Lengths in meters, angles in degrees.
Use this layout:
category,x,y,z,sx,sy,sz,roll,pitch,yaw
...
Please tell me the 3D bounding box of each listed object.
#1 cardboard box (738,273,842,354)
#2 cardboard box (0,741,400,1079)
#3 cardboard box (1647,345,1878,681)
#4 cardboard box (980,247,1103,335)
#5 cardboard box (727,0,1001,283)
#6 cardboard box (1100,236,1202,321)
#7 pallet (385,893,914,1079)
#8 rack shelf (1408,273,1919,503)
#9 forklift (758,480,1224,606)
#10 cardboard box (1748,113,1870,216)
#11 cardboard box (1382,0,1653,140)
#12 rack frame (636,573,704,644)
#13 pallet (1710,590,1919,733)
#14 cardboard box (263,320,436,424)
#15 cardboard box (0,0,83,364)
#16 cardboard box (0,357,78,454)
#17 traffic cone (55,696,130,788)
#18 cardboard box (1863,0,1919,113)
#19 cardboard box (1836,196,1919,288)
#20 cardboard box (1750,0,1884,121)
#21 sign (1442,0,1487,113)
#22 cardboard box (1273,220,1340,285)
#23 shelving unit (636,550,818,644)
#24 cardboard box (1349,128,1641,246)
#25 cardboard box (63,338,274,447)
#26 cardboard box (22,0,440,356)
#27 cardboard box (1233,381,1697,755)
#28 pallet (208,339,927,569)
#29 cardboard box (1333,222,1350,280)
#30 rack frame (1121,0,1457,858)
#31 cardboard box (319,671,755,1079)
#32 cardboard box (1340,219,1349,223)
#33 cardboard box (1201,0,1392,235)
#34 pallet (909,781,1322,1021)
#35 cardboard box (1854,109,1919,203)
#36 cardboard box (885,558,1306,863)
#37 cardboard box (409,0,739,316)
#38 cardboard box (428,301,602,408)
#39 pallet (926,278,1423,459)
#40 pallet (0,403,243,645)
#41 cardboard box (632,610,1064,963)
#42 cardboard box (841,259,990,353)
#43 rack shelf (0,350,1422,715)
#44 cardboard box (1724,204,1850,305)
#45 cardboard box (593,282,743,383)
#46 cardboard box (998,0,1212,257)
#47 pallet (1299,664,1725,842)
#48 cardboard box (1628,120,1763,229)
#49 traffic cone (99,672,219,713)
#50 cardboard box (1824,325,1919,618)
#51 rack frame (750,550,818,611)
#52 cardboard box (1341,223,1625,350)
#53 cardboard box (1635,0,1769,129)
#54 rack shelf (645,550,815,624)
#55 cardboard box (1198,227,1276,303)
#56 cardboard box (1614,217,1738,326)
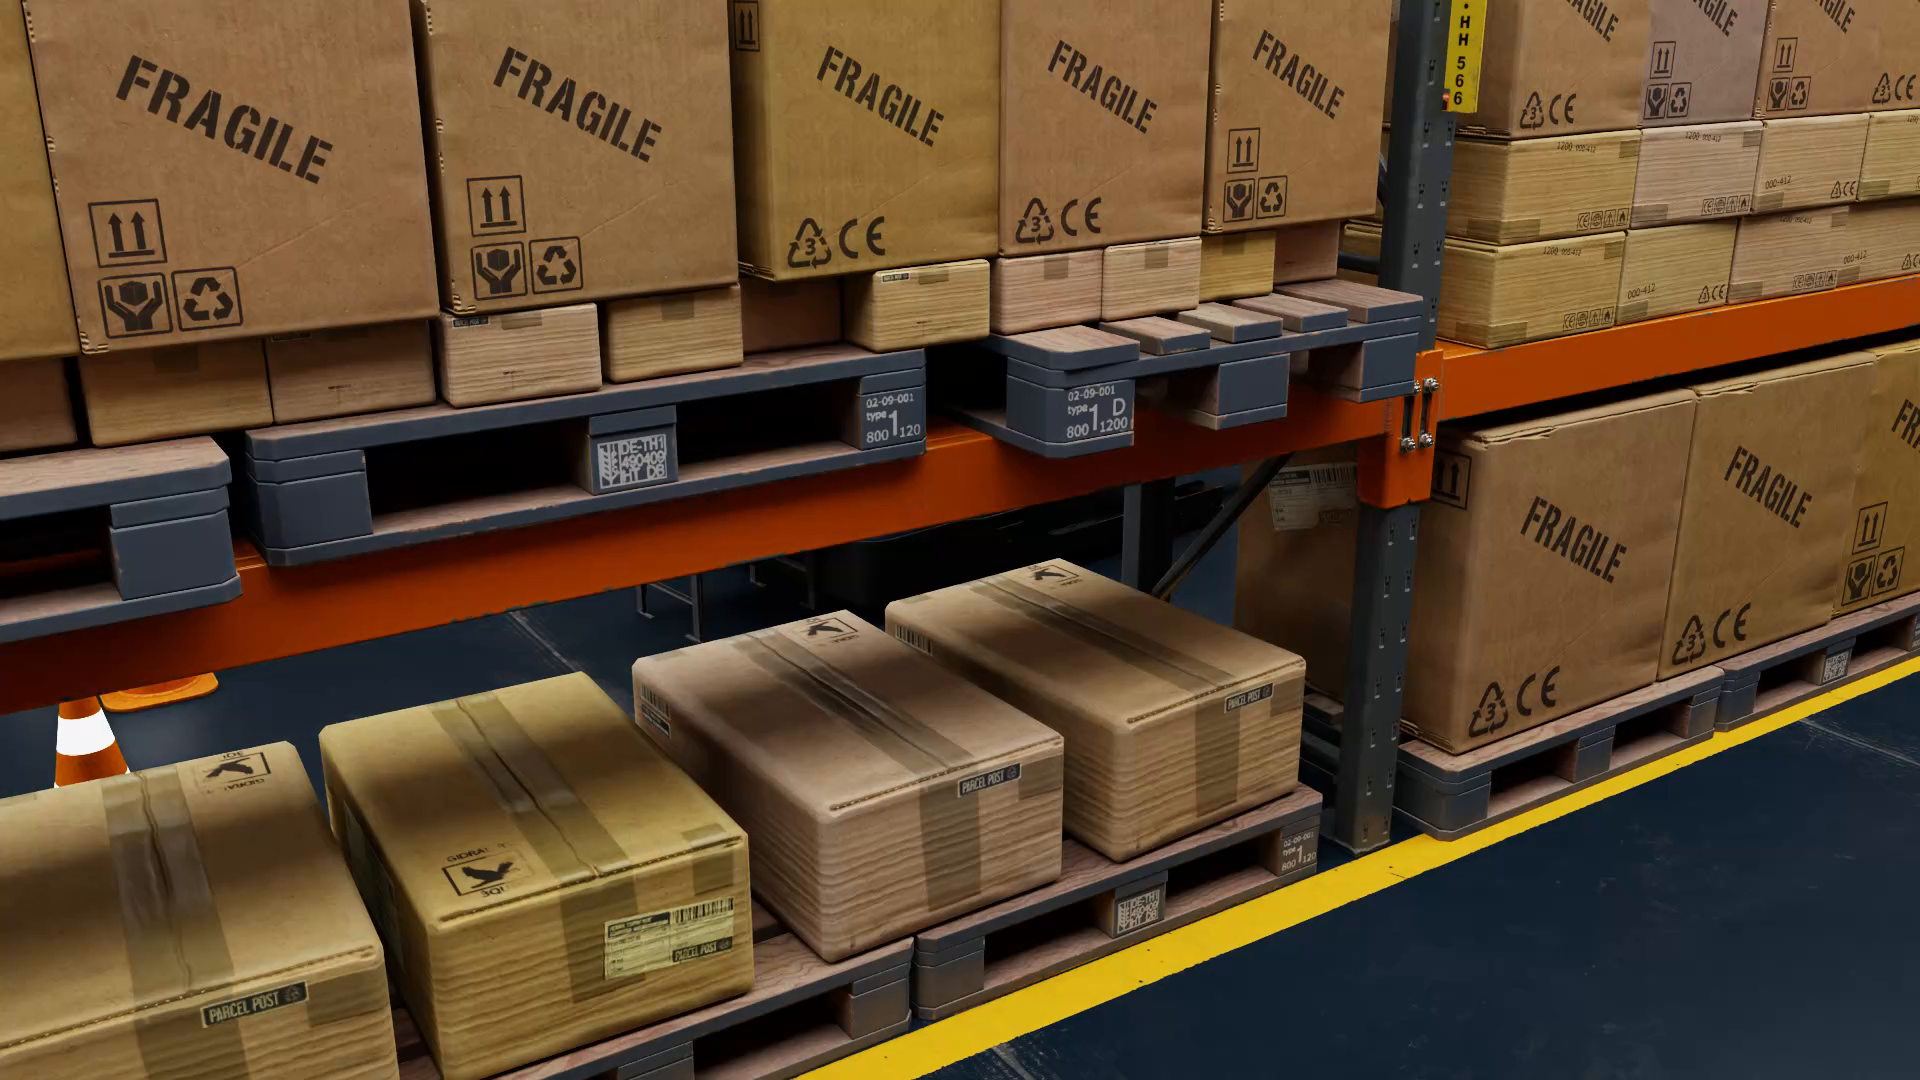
category,x,y,z,sx,sy,sz,roll,pitch,yaw
cardboard box,-0.427,-0.472,3.195,0.250,0.149,0.380,-12,22,-31
cardboard box,-1.502,0.789,3.175,0.625,0.372,0.950,-10,21,-28
cardboard box,2.173,-0.189,5.282,0.875,0.875,0.875,-12,22,-31
cardboard box,0.075,-0.535,3.381,0.250,0.149,0.380,-13,23,-34
cardboard box,-0.270,-0.791,3.123,0.500,0.500,0.500,-14,23,-35
cardboard box,0.289,-0.577,3.506,0.250,0.149,0.380,-12,22,-32
pallet,-0.868,0.931,3.662,1.213,0.211,1.003,-12,22,-31
rack shelf,2.474,-0.753,5.410,4.000,0.370,1.077,-12,22,-31
forklift,0.464,-1.521,6.668,3.031,2.935,1.130,-16,24,-39
cardboard box,2.218,-1.105,4.784,0.500,0.250,0.500,-12,22,-32
cardboard box,1.350,-1.284,4.140,0.500,0.500,0.500,-13,22,-33
rack frame,-1.016,-0.684,5.489,0.015,2.100,0.400,-16,24,-39
pallet,2.521,0.248,5.683,1.213,0.211,1.003,-12,22,-31
cardboard box,-1.049,-0.318,2.740,0.250,0.149,0.380,-12,22,-31
cardboard box,-1.570,-0.518,2.317,0.500,0.500,0.500,-12,22,-31
cardboard box,-1.494,-0.241,2.511,0.250,0.149,0.380,-10,21,-28
traffic cone,-2.272,0.572,4.329,0.334,0.463,0.336,-12,22,-31
cardboard box,2.623,-1.548,4.924,0.500,0.500,0.500,-12,22,-31
cardboard box,2.621,-0.963,5.143,0.500,0.250,0.500,-12,22,-31
cardboard box,2.199,-1.460,4.664,0.500,0.500,0.500,-11,22,-30
sign,1.110,-1.109,3.656,0.005,0.325,0.100,-12,22,-31
cardboard box,0.659,-0.700,3.869,0.250,0.149,0.380,-11,22,-29
shelving unit,-0.834,-0.736,5.642,0.503,2.100,0.431,-16,24,-39
cardboard box,1.362,-0.930,4.266,0.500,0.250,0.500,-12,22,-32
cardboard box,-1.256,-0.275,2.612,0.250,0.149,0.380,-12,22,-31
cardboard box,-1.150,-0.601,2.564,0.500,0.500,0.500,-12,22,-32
cardboard box,1.426,-0.033,4.820,0.875,0.875,0.875,-12,22,-32
pallet,-0.827,-0.291,3.220,1.213,0.211,1.003,-12,22,-31
cardboard box,1.083,-0.829,4.746,0.500,0.250,0.500,-13,23,-33
rack frame,0.803,-0.741,4.253,0.127,3.000,1.000,-12,22,-31
cardboard box,-0.922,0.666,3.539,0.625,0.372,0.950,-11,22,-30
cardboard box,1.068,-1.060,4.650,0.500,0.250,0.500,-12,22,-32
cardboard box,0.577,-0.974,3.665,0.500,0.500,0.500,-13,22,-33
pallet,0.150,0.717,4.294,1.213,0.211,1.003,-12,22,-31
cardboard box,2.649,-1.191,5.038,0.500,0.250,0.500,-11,22,-30
cardboard box,0.326,0.402,4.320,0.625,0.372,0.950,-14,23,-35
cardboard box,-0.726,-0.695,2.840,0.500,0.500,0.500,-13,23,-34
cardboard box,-0.798,-0.351,2.837,0.250,0.149,0.380,-11,22,-29
pallet,0.267,-0.496,3.828,1.003,0.211,1.213,-12,22,-31
pallet,-1.819,-0.041,2.483,1.213,0.211,1.003,-12,22,-31
cardboard box,-0.286,0.534,3.929,0.625,0.372,0.950,-12,22,-32
cardboard box,-0.148,-0.483,3.226,0.250,0.149,0.380,-11,22,-30
rack shelf,-0.867,-0.048,3.326,4.000,0.370,1.077,-12,22,-31
cardboard box,2.211,-0.875,4.883,0.500,0.250,0.500,-11,22,-30
cardboard box,-0.591,-0.406,2.999,0.250,0.149,0.380,-13,22,-33
cardboard box,0.151,-0.880,3.387,0.500,0.500,0.500,-12,22,-32
pallet,1.503,0.461,5.051,1.213,0.211,1.003,-12,22,-31
cardboard box,1.795,-1.021,4.534,0.500,0.250,0.500,-11,22,-30
traffic cone,-2.579,0.254,5.271,0.334,0.463,0.336,-12,22,-31
cardboard box,2.920,-0.346,5.747,0.875,0.875,0.875,-11,22,-30
rack frame,-0.652,-0.788,5.796,0.015,2.100,0.400,-16,24,-39
cardboard box,1.351,-0.689,4.333,0.500,0.250,0.500,-12,22,-32
cardboard box,1.759,-1.373,4.407,0.500,0.500,0.500,-12,22,-31
rack shelf,-0.834,-0.060,5.871,0.480,0.518,0.431,-16,24,-39
cardboard box,0.475,-0.634,3.672,0.250,0.149,0.380,-12,22,-31
cardboard box,1.770,-0.784,4.615,0.500,0.250,0.500,-13,22,-33
